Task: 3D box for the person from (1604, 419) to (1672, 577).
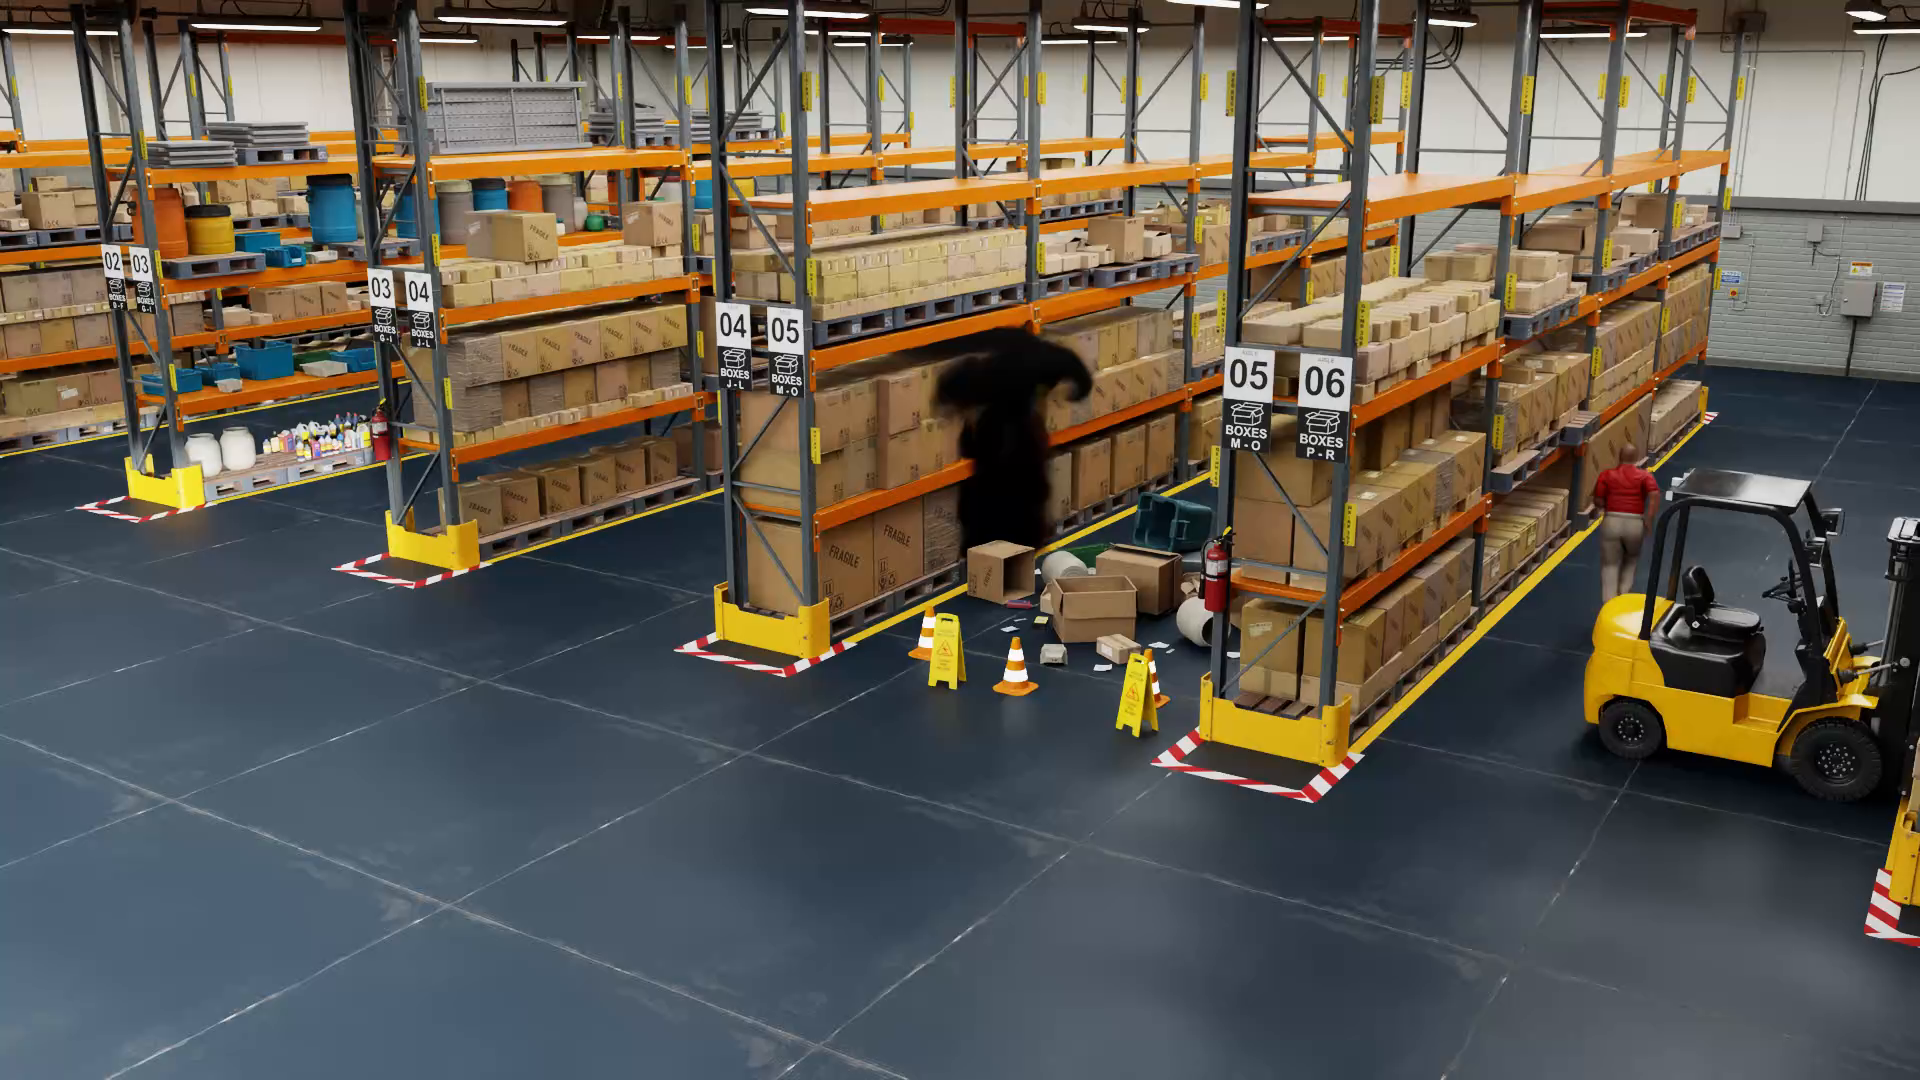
[{"bbox_3d":[7.141,-0.432,17.592,0.666,1.689,0.822,6,17,20],"label":"person"}]
